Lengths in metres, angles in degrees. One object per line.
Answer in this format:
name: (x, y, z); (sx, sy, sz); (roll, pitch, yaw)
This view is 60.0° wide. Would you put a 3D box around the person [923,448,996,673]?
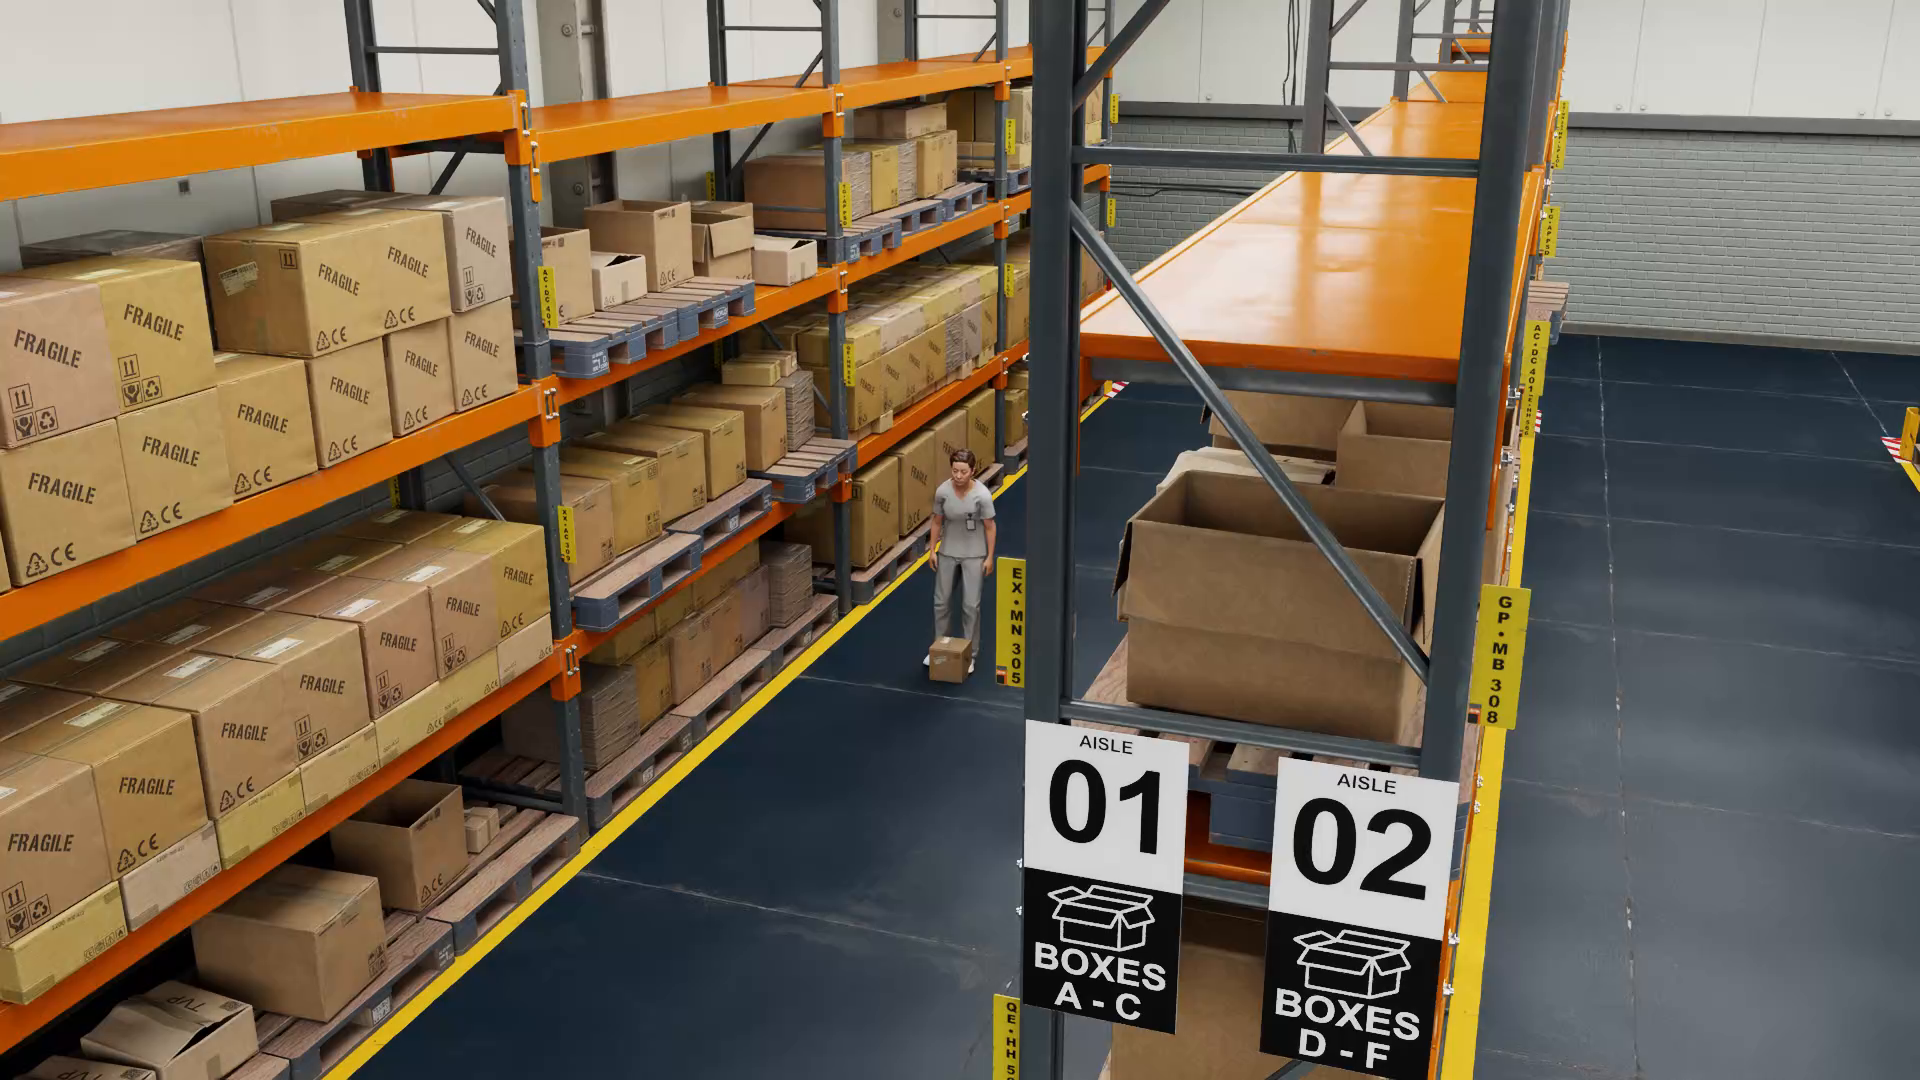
person: (0.000, 0.136, 12.163); (0.513, 1.673, 0.408); (5, 19, 15)
